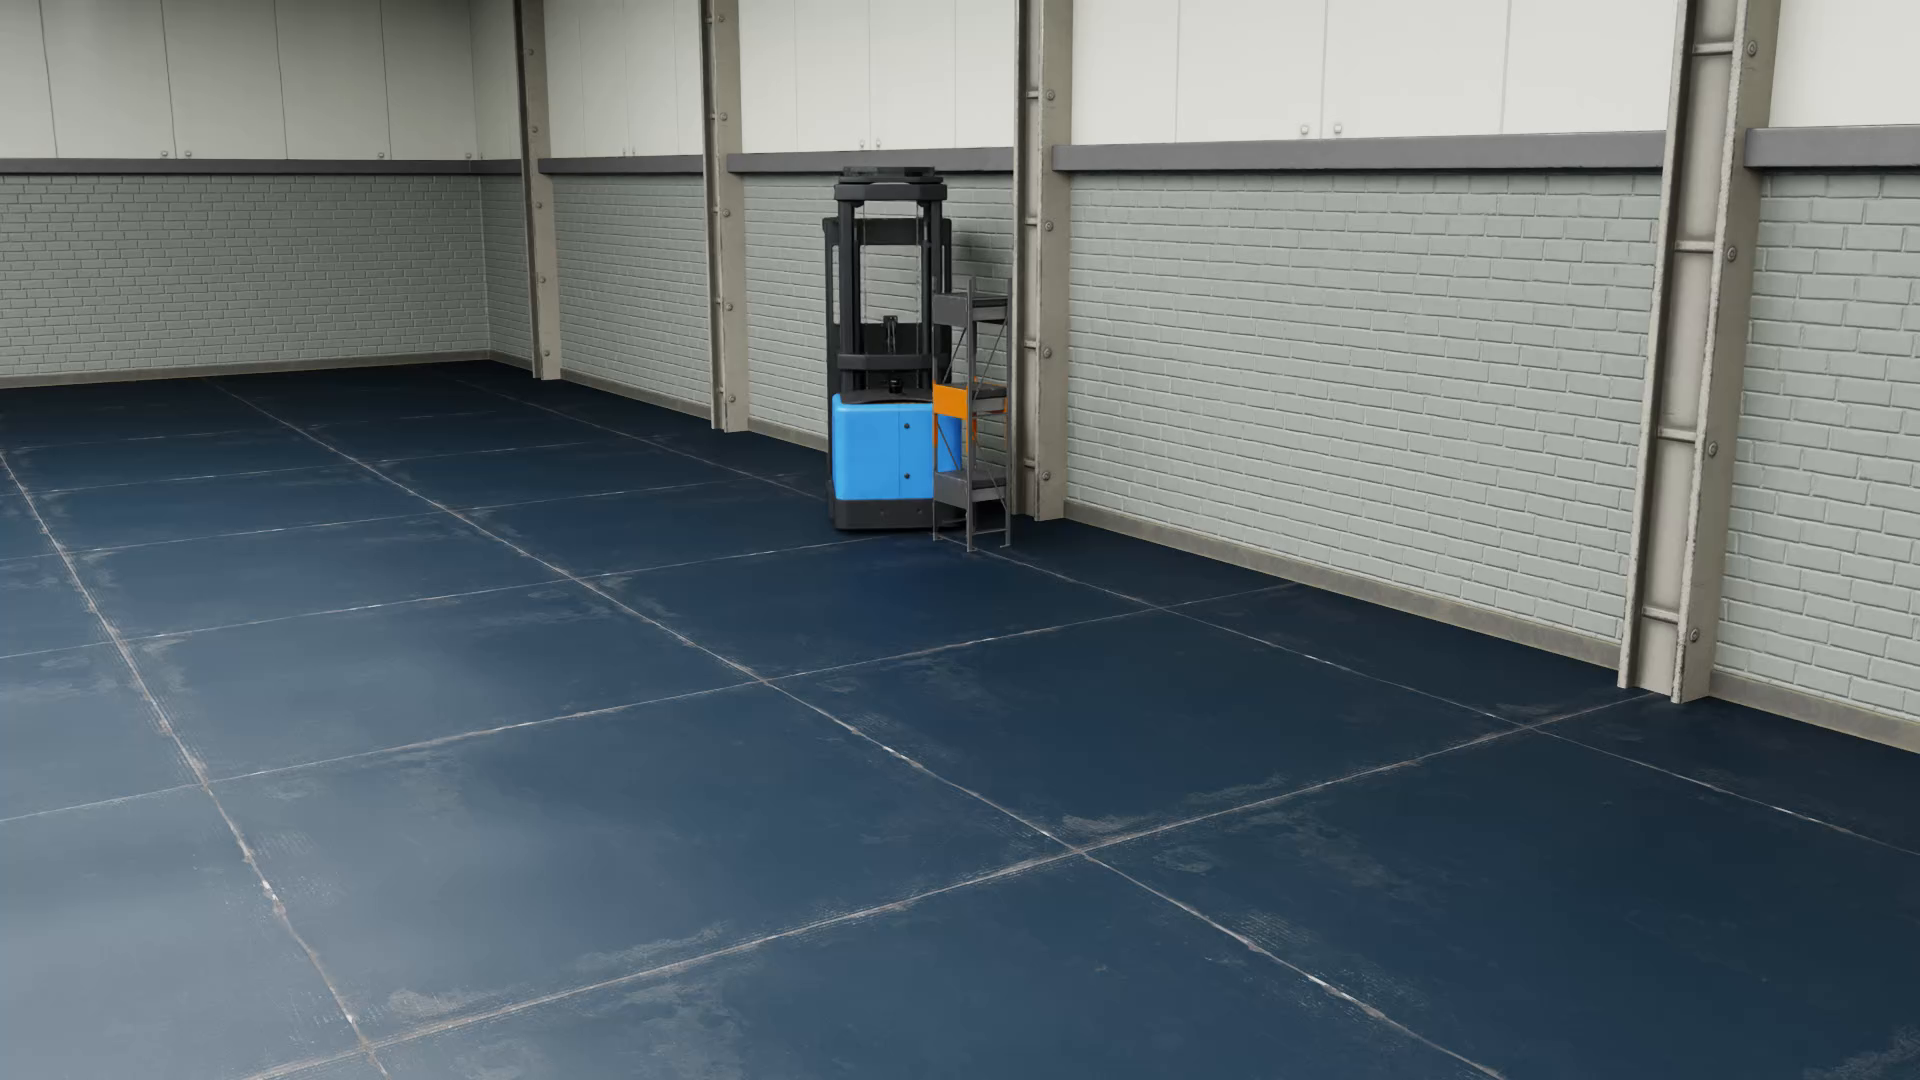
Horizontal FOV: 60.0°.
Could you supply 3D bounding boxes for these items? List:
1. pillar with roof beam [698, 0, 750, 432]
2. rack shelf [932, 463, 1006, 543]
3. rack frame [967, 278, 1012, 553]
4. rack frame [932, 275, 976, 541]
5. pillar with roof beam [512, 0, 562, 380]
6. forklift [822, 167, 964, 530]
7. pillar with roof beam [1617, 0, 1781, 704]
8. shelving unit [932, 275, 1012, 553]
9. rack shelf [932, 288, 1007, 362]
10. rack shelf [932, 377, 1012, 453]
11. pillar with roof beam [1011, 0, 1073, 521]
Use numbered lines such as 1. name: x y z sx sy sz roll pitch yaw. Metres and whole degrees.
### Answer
1. pillar with roof beam: -6.230 -5.166 15.923 9.100 9.000 0.400 -8 15 -33
2. rack shelf: 0.092 -0.299 13.155 0.431 0.518 0.480 -8 15 -33
3. rack frame: 0.227 -0.953 12.804 0.400 2.100 0.015 -8 15 -33
4. rack frame: -0.043 -1.040 13.201 0.400 2.100 0.015 -8 15 -33
5. pillar with roof beam: -9.554 -6.234 20.803 9.100 9.000 0.400 -8 15 -33
6. forklift: -0.639 -1.777 14.627 1.130 2.935 3.031 -1 12 -6
7. pillar with roof beam: 0.418 -3.032 6.164 9.100 9.000 0.400 -8 15 -33
8. shelving unit: 0.092 -0.996 13.003 0.431 2.100 0.503 -8 15 -33
9. rack shelf: 0.092 -1.667 12.856 0.431 0.518 0.480 -8 15 -33
10. rack shelf: 0.092 -0.983 13.006 0.431 0.518 0.480 -8 15 -33
11. pillar with roof beam: -2.906 -4.099 11.044 9.100 9.000 0.400 -8 15 -33
